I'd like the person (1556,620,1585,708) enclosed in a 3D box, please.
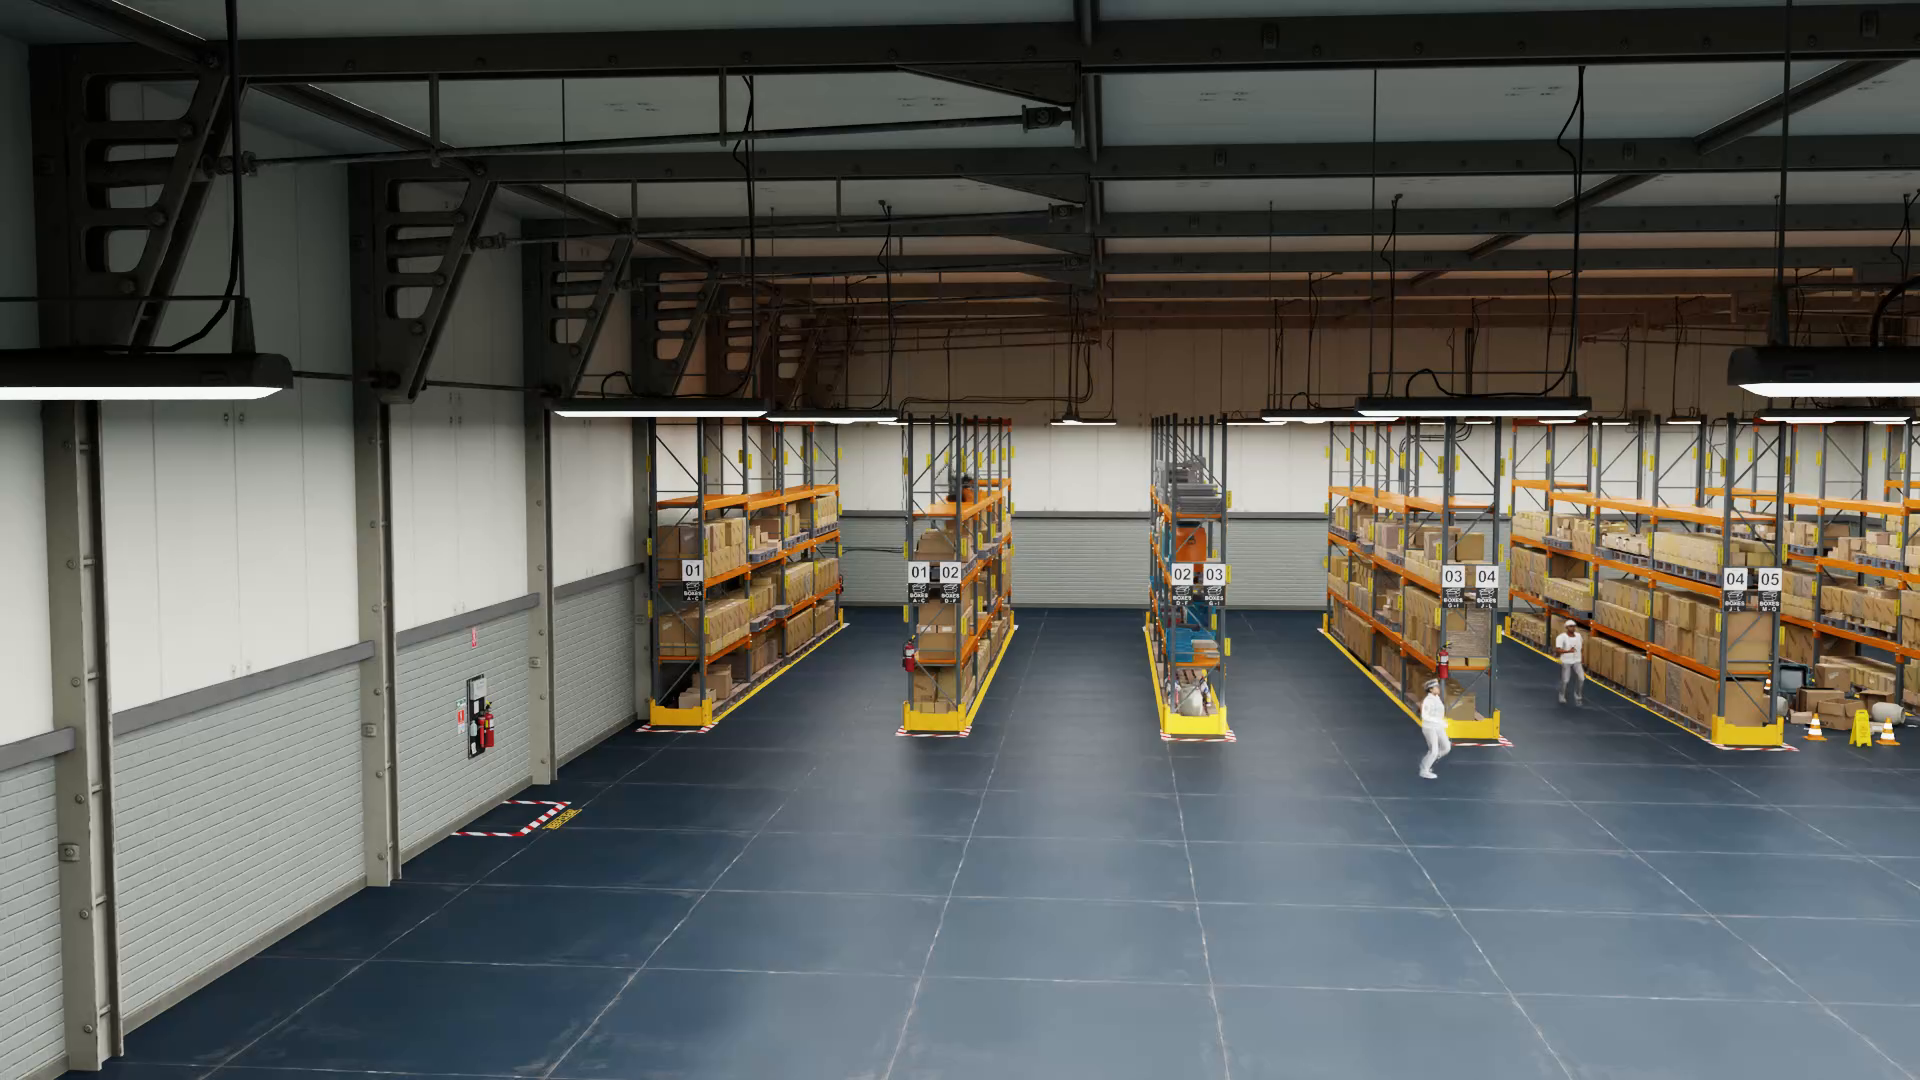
[{"bbox_3d":[12.582,2.548,34.214,0.684,1.814,0.731,0,4,-4],"label":"person"}]

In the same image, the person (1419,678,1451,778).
[{"bbox_3d":[7.752,3.066,27.076,0.528,1.653,0.589,3,5,40],"label":"person"}]

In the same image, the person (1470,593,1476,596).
[{"bbox_3d":[13.820,1.926,44.359,0.664,1.727,0.910,0,4,-2],"label":"person"}]
